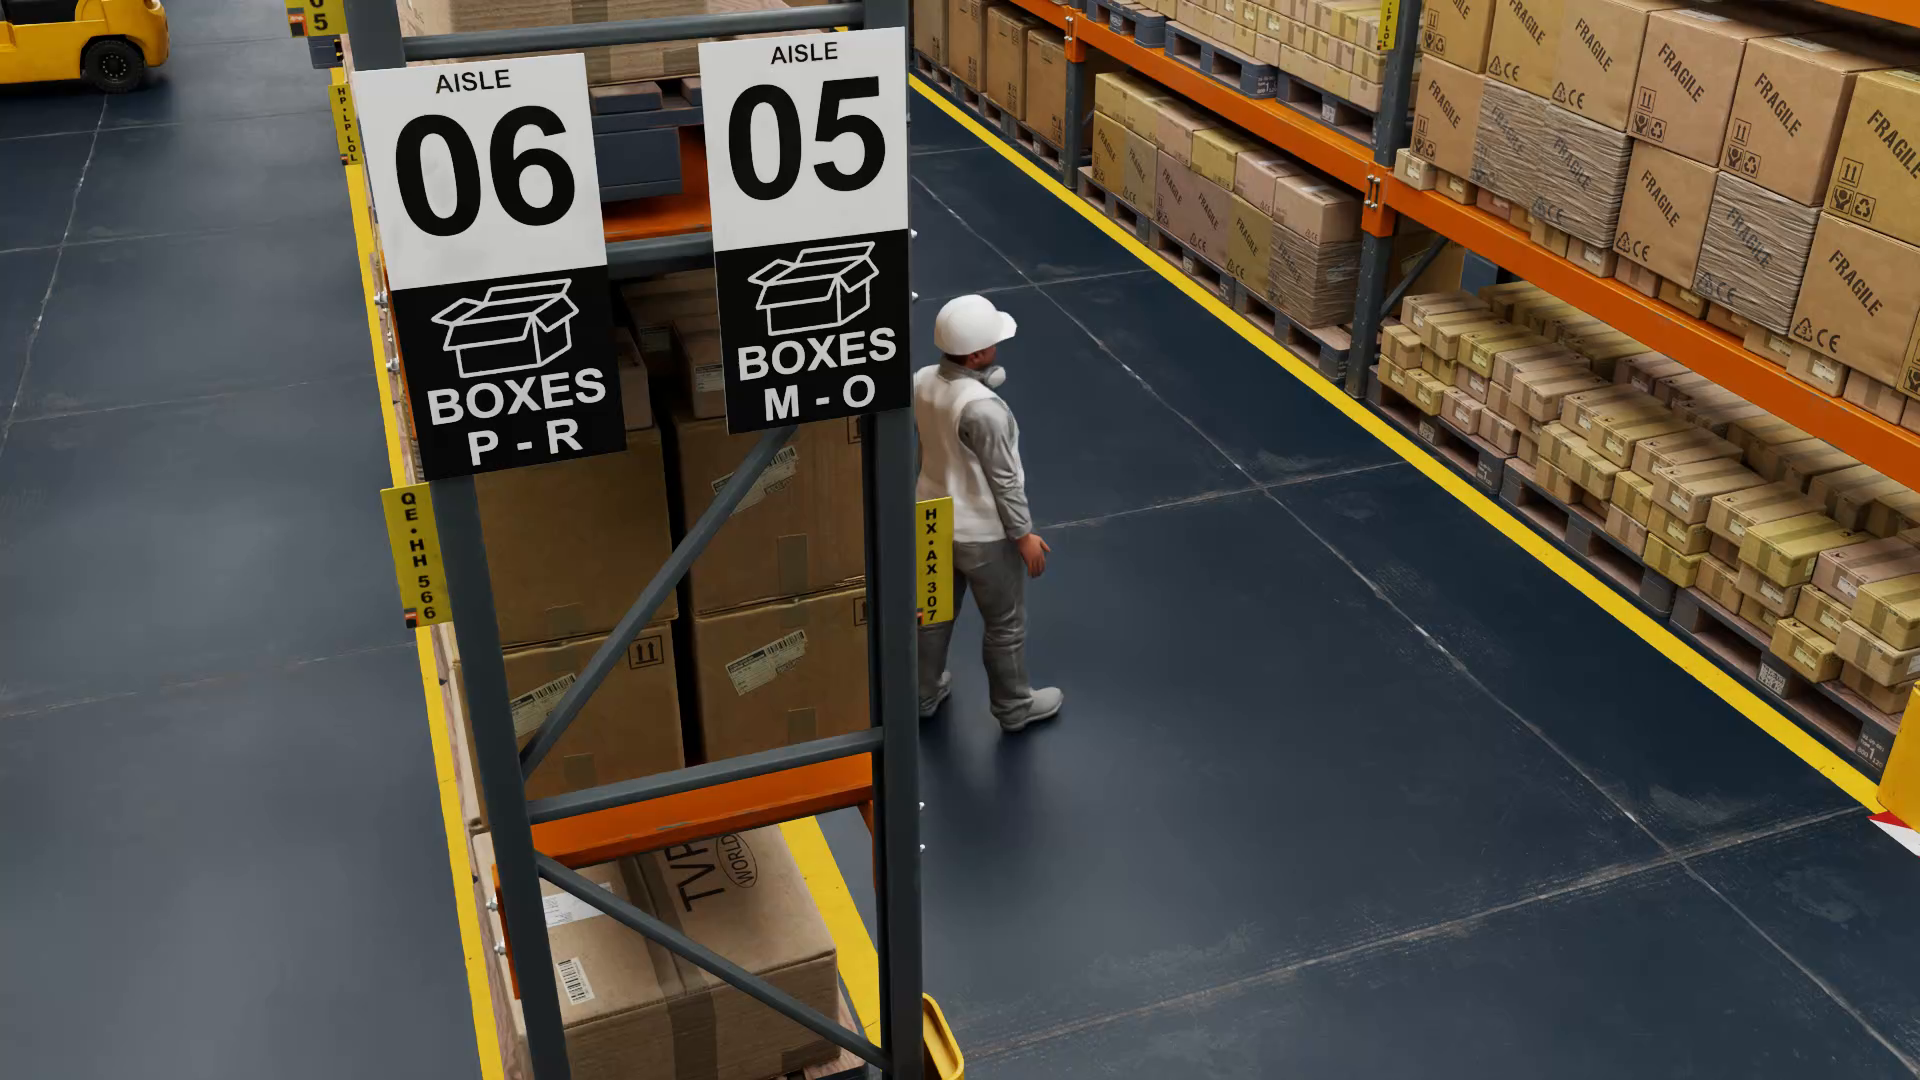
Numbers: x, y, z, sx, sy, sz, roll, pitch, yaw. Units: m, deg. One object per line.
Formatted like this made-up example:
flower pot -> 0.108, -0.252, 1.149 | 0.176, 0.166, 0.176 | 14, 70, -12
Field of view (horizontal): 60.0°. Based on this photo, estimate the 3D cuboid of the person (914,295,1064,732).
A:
person -> 0.099, -0.091, 6.212 | 0.553, 1.775, 0.613 | -19, 35, -30
